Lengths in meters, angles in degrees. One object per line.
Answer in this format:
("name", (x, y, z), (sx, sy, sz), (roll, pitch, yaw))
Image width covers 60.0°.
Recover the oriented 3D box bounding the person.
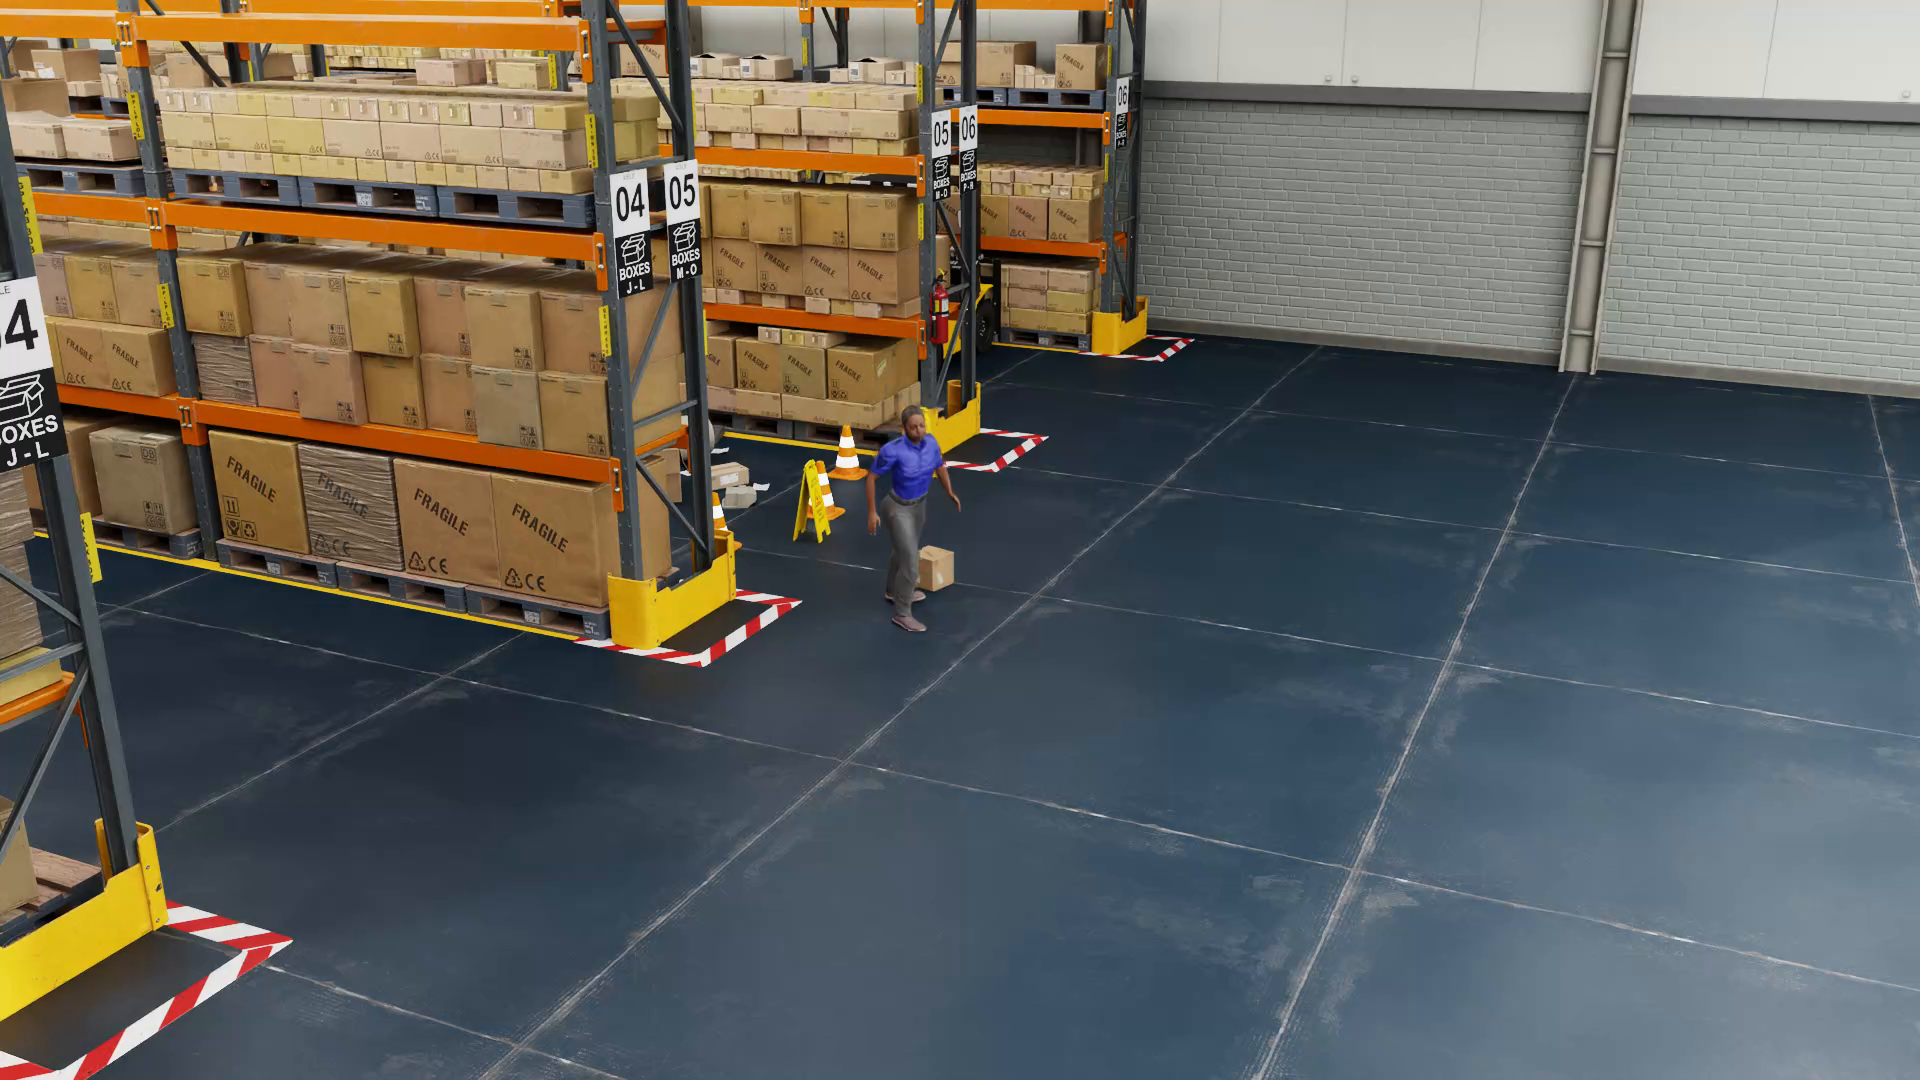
("person", (-0.339, -0.194, 11.720), (0.761, 1.612, 0.649), (14, 24, 36))
